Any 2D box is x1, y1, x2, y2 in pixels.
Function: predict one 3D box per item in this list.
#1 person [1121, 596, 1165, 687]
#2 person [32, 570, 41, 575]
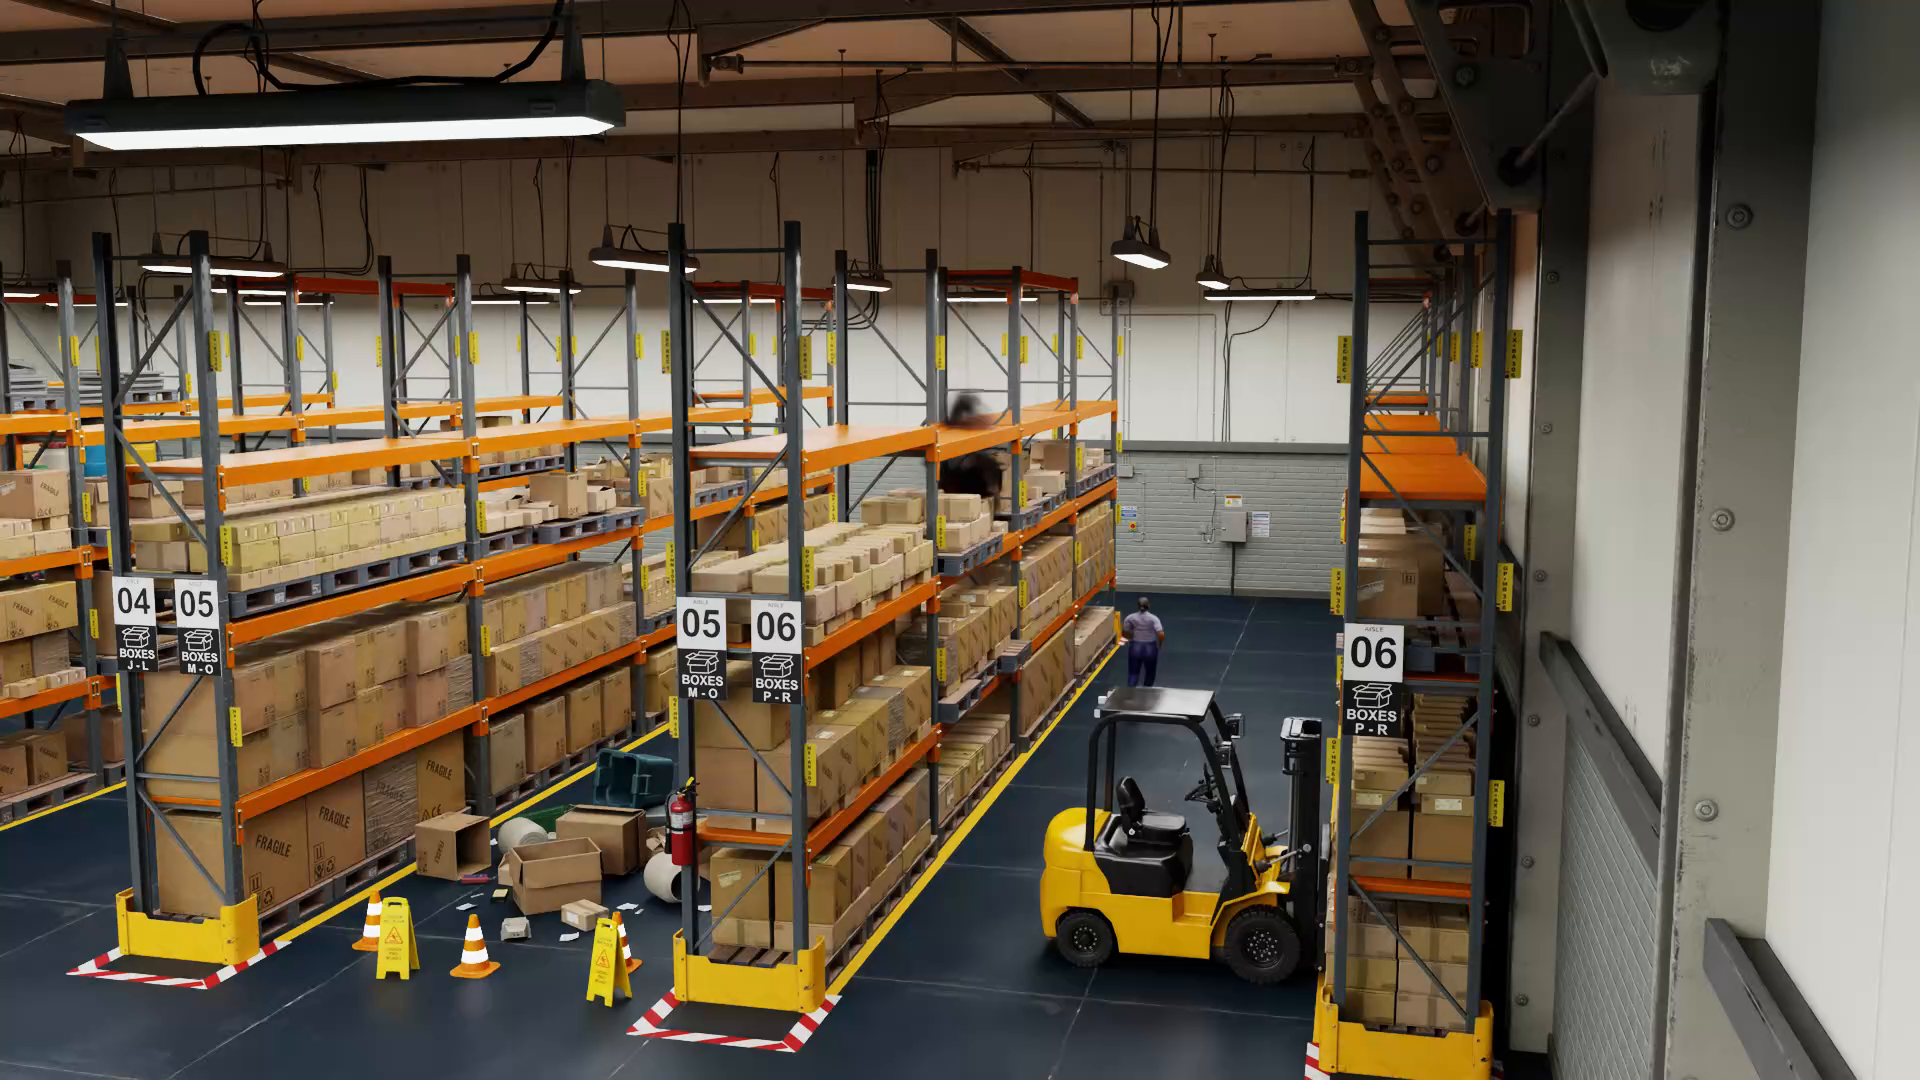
[{"bbox_3d":[2.537,1.574,23.029,0.615,1.592,0.708,2,7,14],"label":"person"},{"bbox_3d":[-15.091,0.987,27.499,0.667,1.678,0.583,0,7,3],"label":"person"}]
